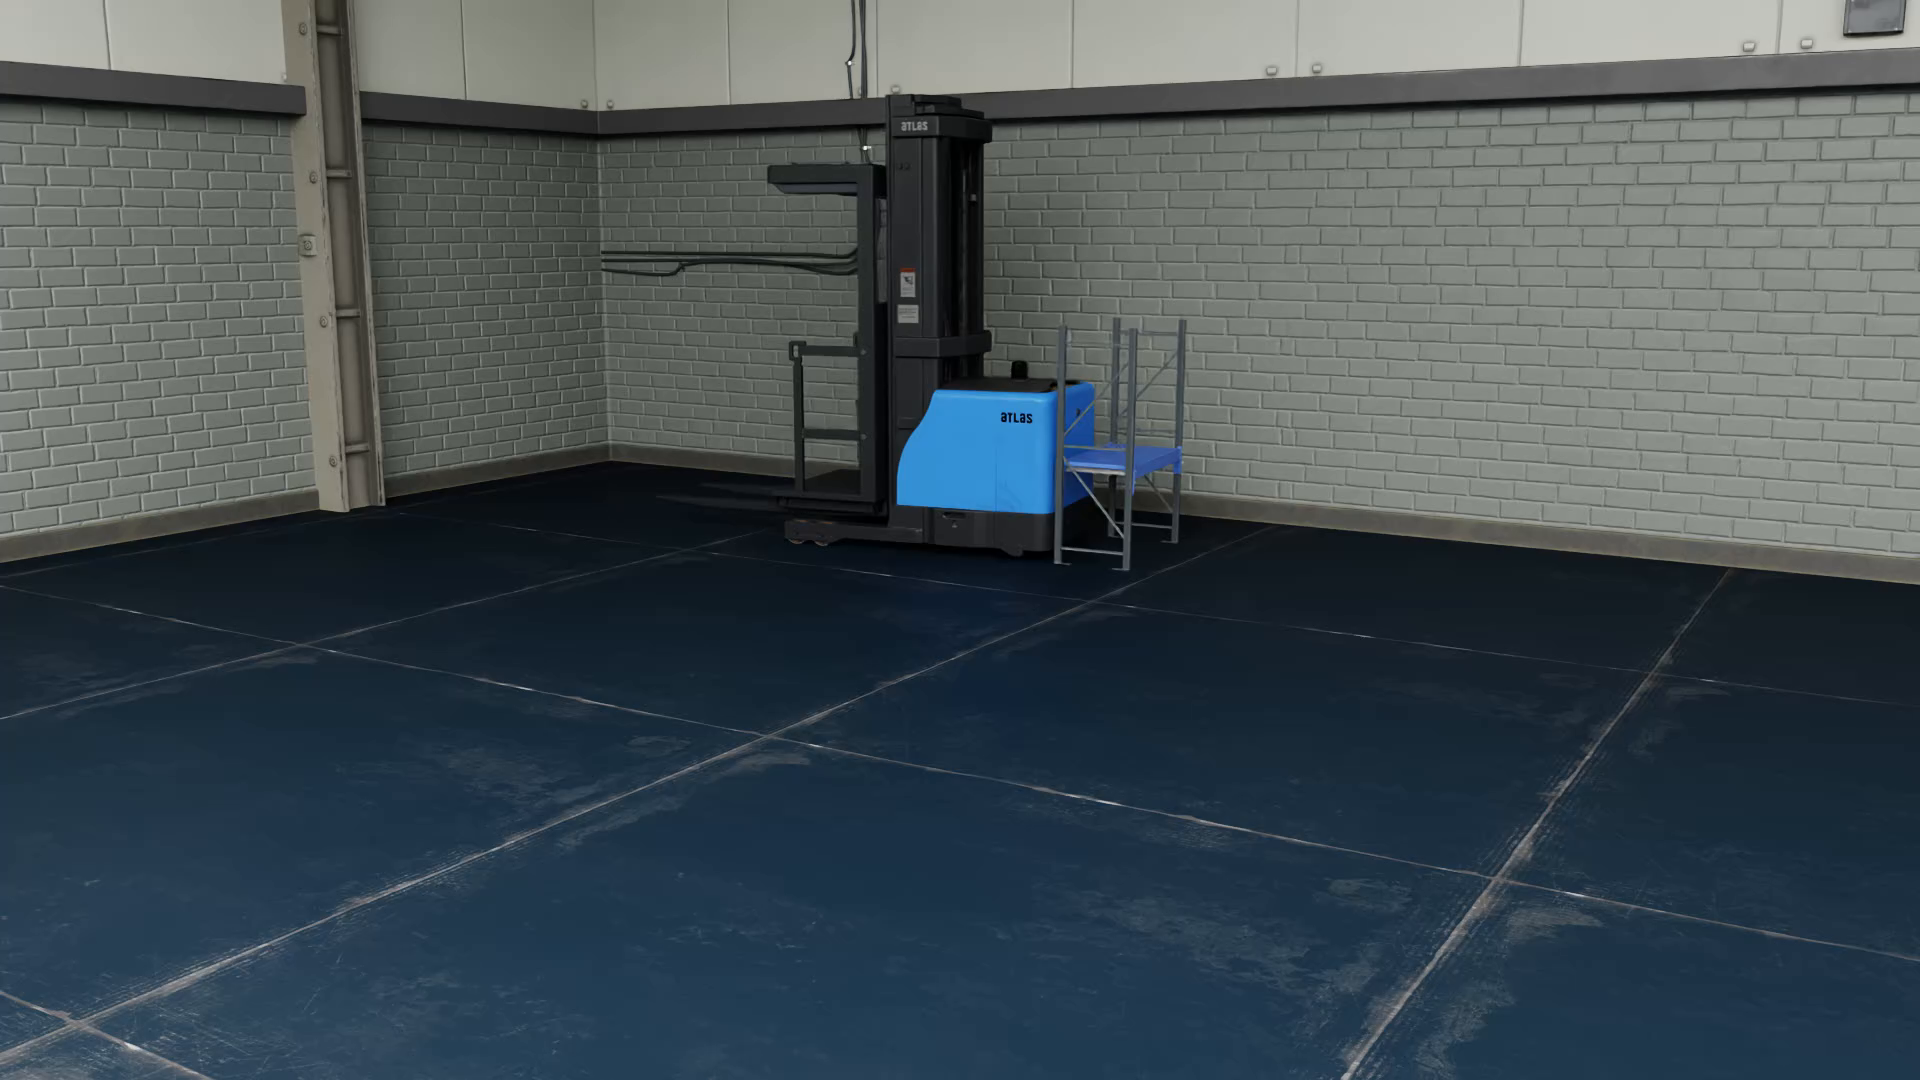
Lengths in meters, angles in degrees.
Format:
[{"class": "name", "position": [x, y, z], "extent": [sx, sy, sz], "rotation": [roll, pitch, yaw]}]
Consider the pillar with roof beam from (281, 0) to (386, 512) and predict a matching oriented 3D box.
[{"class": "pillar with roof beam", "position": [-0.971, -4.264, 9.692], "extent": [9.100, 9.000, 0.400], "rotation": [6, 12, 31]}]

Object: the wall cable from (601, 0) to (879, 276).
[{"class": "wall cable", "position": [-1.991, -3.486, 13.974], "extent": [3.097, 2.526, 0.112], "rotation": [6, 12, 31]}]

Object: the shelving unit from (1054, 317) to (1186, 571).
[{"class": "shelving unit", "position": [1.045, -0.651, 10.755], "extent": [0.538, 1.500, 1.048], "rotation": [5, 12, 24]}]

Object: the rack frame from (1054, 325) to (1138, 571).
[{"class": "rack frame", "position": [0.836, -0.566, 10.300], "extent": [0.500, 1.500, 0.032], "rotation": [5, 12, 24]}]

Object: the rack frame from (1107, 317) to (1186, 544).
[{"class": "rack frame", "position": [1.254, -0.736, 11.210], "extent": [0.500, 1.500, 0.032], "rotation": [5, 12, 24]}]

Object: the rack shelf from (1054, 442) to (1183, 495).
[{"class": "rack shelf", "position": [1.043, -0.474, 10.789], "extent": [0.538, 0.185, 1.000], "rotation": [5, 12, 24]}]

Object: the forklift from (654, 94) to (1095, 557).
[{"class": "forklift", "position": [-0.644, -1.484, 11.328], "extent": [3.031, 2.935, 1.130], "rotation": [4, 11, 21]}]

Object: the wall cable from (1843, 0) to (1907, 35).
[{"class": "wall cable", "position": [6.115, -5.775, 8.518], "extent": [2.305, 6.003, 0.169], "rotation": [6, 12, 31]}]
